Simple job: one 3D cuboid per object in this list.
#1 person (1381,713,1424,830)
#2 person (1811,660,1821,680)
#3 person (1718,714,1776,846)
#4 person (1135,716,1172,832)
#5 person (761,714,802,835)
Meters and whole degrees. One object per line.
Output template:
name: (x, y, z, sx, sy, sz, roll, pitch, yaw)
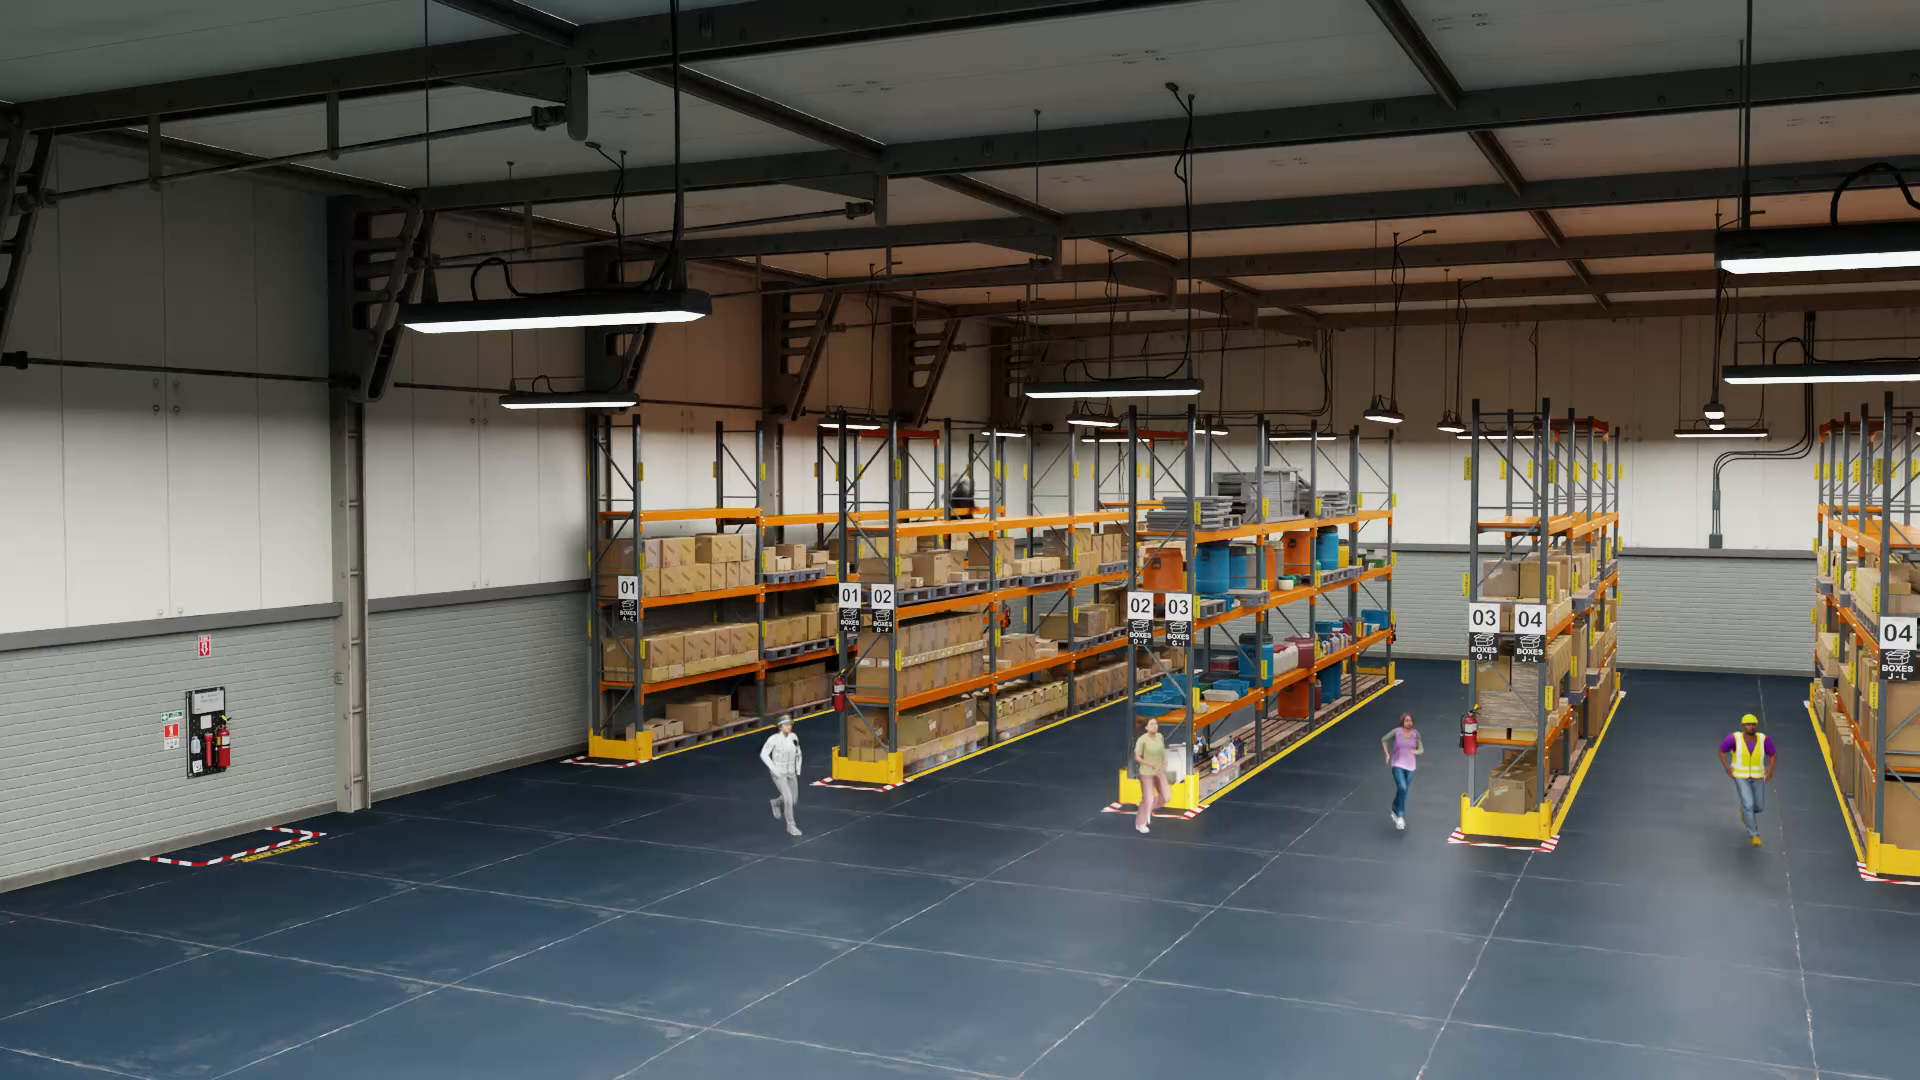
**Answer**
person: (6.244, 3.227, 23.419, 0.507, 1.610, 0.686, 0, 2, -5)
person: (18.949, 2.745, 36.357, 0.569, 1.548, 0.523, 0, 2, -4)
person: (10.688, 3.217, 22.562, 0.725, 1.739, 0.788, 1, 2, 13)
person: (2.675, 3.241, 23.018, 0.610, 1.625, 0.629, -1, 3, -29)
person: (-2.473, 3.234, 23.087, 0.643, 1.669, 0.679, -2, 3, -38)
